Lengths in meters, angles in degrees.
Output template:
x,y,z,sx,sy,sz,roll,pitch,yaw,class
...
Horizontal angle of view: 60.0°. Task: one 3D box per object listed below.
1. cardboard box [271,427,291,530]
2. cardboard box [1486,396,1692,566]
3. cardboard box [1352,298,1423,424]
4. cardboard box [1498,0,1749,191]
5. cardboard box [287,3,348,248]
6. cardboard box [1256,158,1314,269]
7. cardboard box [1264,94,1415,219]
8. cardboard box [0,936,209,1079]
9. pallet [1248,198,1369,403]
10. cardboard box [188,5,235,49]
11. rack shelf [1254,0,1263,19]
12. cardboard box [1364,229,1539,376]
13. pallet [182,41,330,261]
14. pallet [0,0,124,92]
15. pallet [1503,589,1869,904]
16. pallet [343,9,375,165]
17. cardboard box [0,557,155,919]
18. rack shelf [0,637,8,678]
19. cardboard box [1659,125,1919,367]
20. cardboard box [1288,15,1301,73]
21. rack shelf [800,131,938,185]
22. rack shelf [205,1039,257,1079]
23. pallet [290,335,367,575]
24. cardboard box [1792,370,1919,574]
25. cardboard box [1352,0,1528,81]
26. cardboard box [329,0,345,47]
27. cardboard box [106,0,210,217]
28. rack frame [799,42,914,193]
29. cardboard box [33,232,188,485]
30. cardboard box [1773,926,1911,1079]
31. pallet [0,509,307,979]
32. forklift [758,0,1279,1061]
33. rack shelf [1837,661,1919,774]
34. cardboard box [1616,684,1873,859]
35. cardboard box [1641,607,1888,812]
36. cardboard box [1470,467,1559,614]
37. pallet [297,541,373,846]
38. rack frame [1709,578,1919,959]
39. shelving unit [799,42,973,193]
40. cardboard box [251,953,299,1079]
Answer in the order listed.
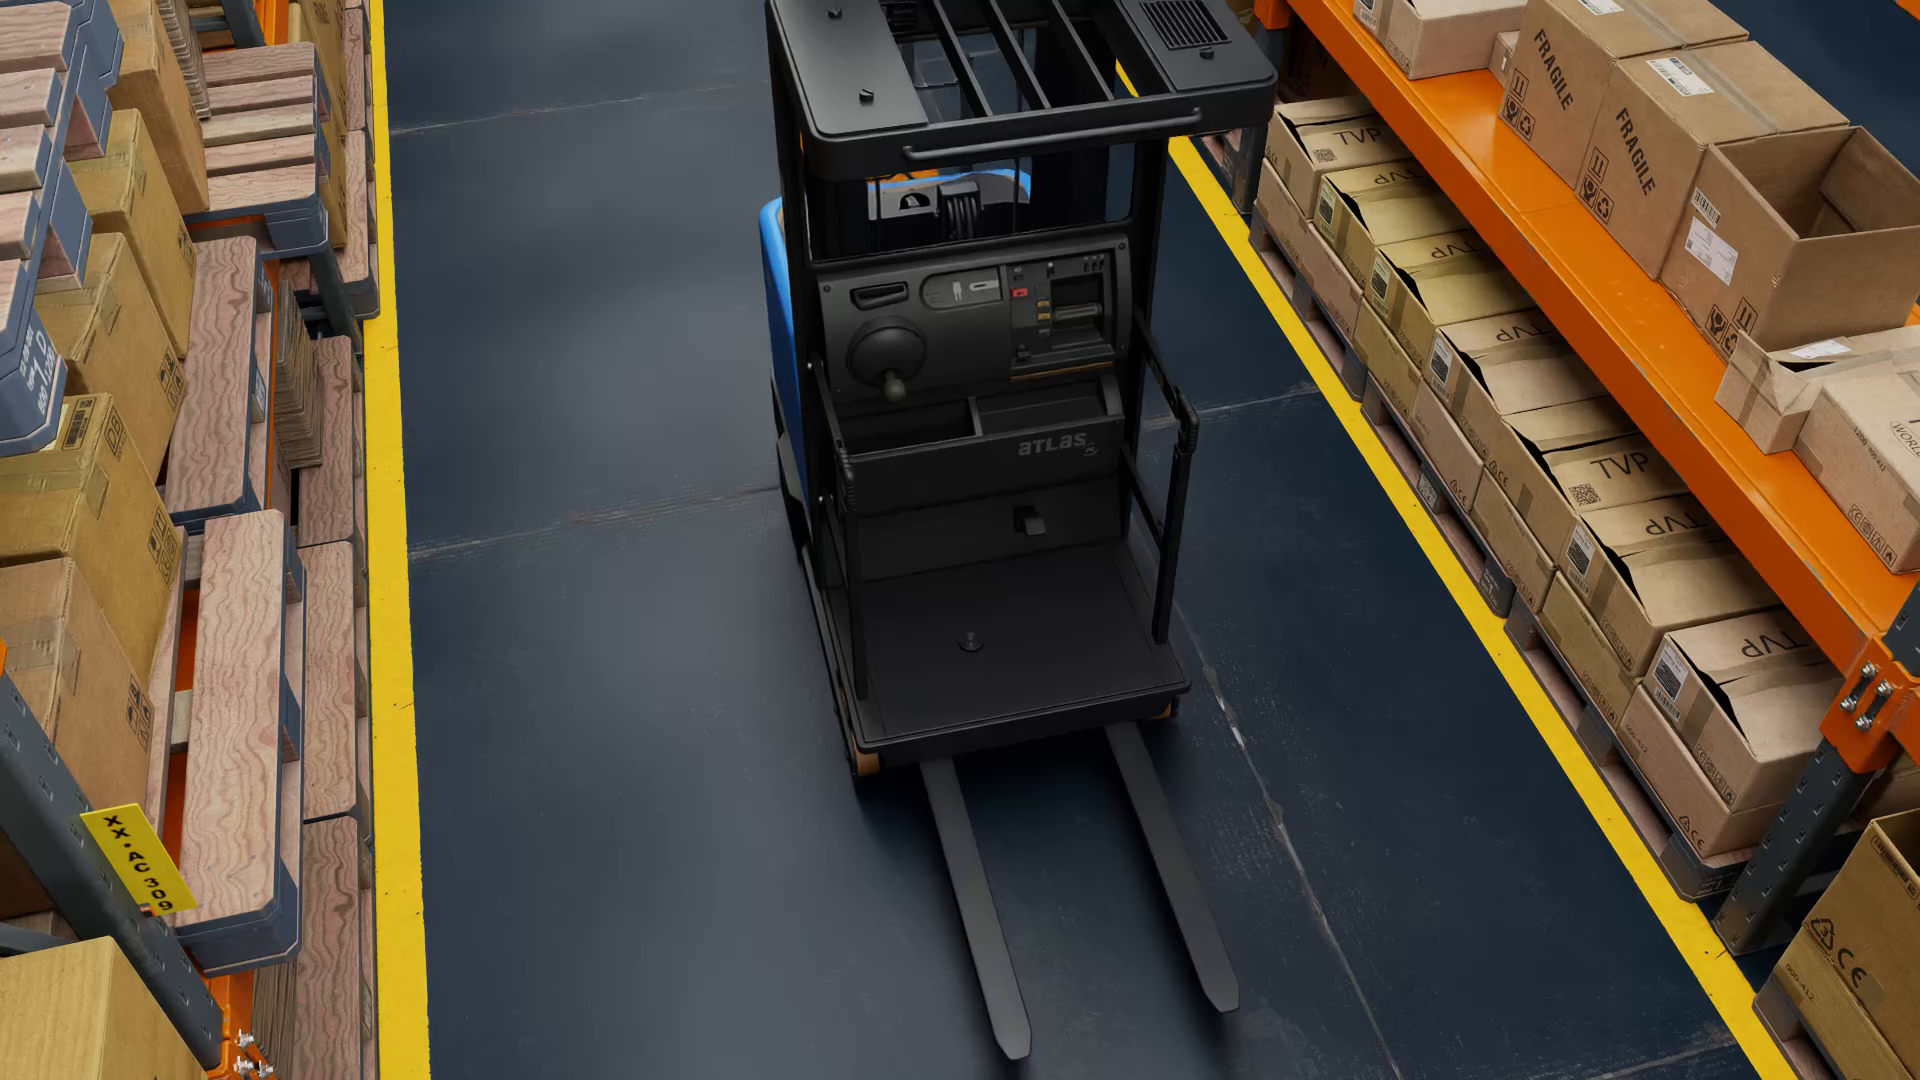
x,y,z,sx,sy,sz,roll,pitch,yaw,class
-2.761,-0.191,5.779,0.700,0.500,0.500,-11,47,-10,cardboard box
2.151,-0.234,5.617,0.500,0.311,0.500,-11,47,-10,cardboard box
1.891,-0.749,6.515,0.500,0.250,0.500,-12,47,-11,cardboard box
2.218,-1.564,5.612,0.500,0.500,0.500,-13,47,-12,cardboard box
-3.077,-1.702,7.029,0.750,0.750,0.750,-11,47,-11,cardboard box
1.623,-1.454,7.206,0.500,0.250,0.500,-11,47,-10,cardboard box
1.623,-1.650,7.005,0.500,0.311,0.500,-9,46,-9,cardboard box
-1.571,1.038,2.698,0.500,0.500,0.500,-11,47,-10,cardboard box
1.946,-1.133,7.212,1.003,0.211,1.213,-11,47,-10,pallet
-2.876,-1.965,6.237,0.380,0.149,0.250,-11,47,-11,cardboard box
1.260,-3.813,8.391,1.077,0.370,4.000,-11,47,-10,rack shelf
1.894,-0.936,6.306,0.500,0.311,0.500,-12,47,-11,cardboard box
-2.730,-1.236,5.496,1.213,0.211,1.003,-11,47,-10,pallet
-2.315,-1.160,3.318,1.213,0.211,1.003,-11,47,-10,pallet
2.570,0.552,5.561,1.003,0.211,1.213,-11,47,-10,pallet
-3.453,-2.199,8.257,1.003,0.211,1.213,-11,47,-10,pallet
-2.088,0.439,3.342,0.700,0.500,0.500,-11,47,-10,cardboard box
-2.503,-1.193,3.723,1.077,0.370,4.000,-11,47,-10,rack shelf
2.481,-0.855,4.917,0.500,0.500,0.500,-8,46,-7,cardboard box
1.793,-2.690,8.229,0.500,0.500,0.500,-12,47,-12,cardboard box
-0.320,-1.362,6.787,0.538,0.185,1.000,-10,46,-9,rack shelf
-1.479,2.618,2.088,1.077,0.370,4.000,-11,47,-10,rack shelf
-2.817,-0.260,6.357,1.003,0.211,1.213,-11,47,-10,pallet
2.628,-0.202,4.453,0.500,0.250,0.500,-8,46,-8,cardboard box
1.814,-2.000,6.172,0.500,0.311,0.500,-11,47,-11,cardboard box
-3.517,-2.894,8.197,0.750,0.750,0.750,-9,46,-9,cardboard box
-2.716,-1.261,5.008,0.700,0.500,0.500,-15,47,-14,cardboard box
-0.439,-1.841,7.004,0.500,1.500,0.032,-10,46,-9,rack frame
-2.423,-0.397,4.161,0.700,0.500,0.500,-5,46,-5,cardboard box
2.622,1.268,4.538,0.500,0.250,0.500,-11,47,-10,cardboard box
-2.046,0.498,3.796,1.003,0.211,1.213,-11,47,-10,pallet
0.106,-0.554,4.741,1.130,2.935,3.031,-10,46,-9,forklift
3.309,1.710,2.978,1.077,0.370,4.000,-11,47,-10,rack shelf
2.410,0.659,5.135,0.500,0.250,0.500,-11,47,-11,cardboard box
2.416,0.469,4.928,0.500,0.311,0.500,-11,47,-10,cardboard box
2.151,-0.043,5.823,0.500,0.250,0.500,-10,46,-9,cardboard box
-2.508,0.580,5.533,1.003,0.211,1.213,-11,47,-10,pallet
2.797,0.077,4.074,1.000,3.000,0.127,-11,47,-10,rack frame
-0.322,-1.495,6.665,0.587,1.500,1.083,-10,46,-9,shelving unit
-2.196,1.201,4.415,0.700,0.500,0.500,-9,46,-9,cardboard box
